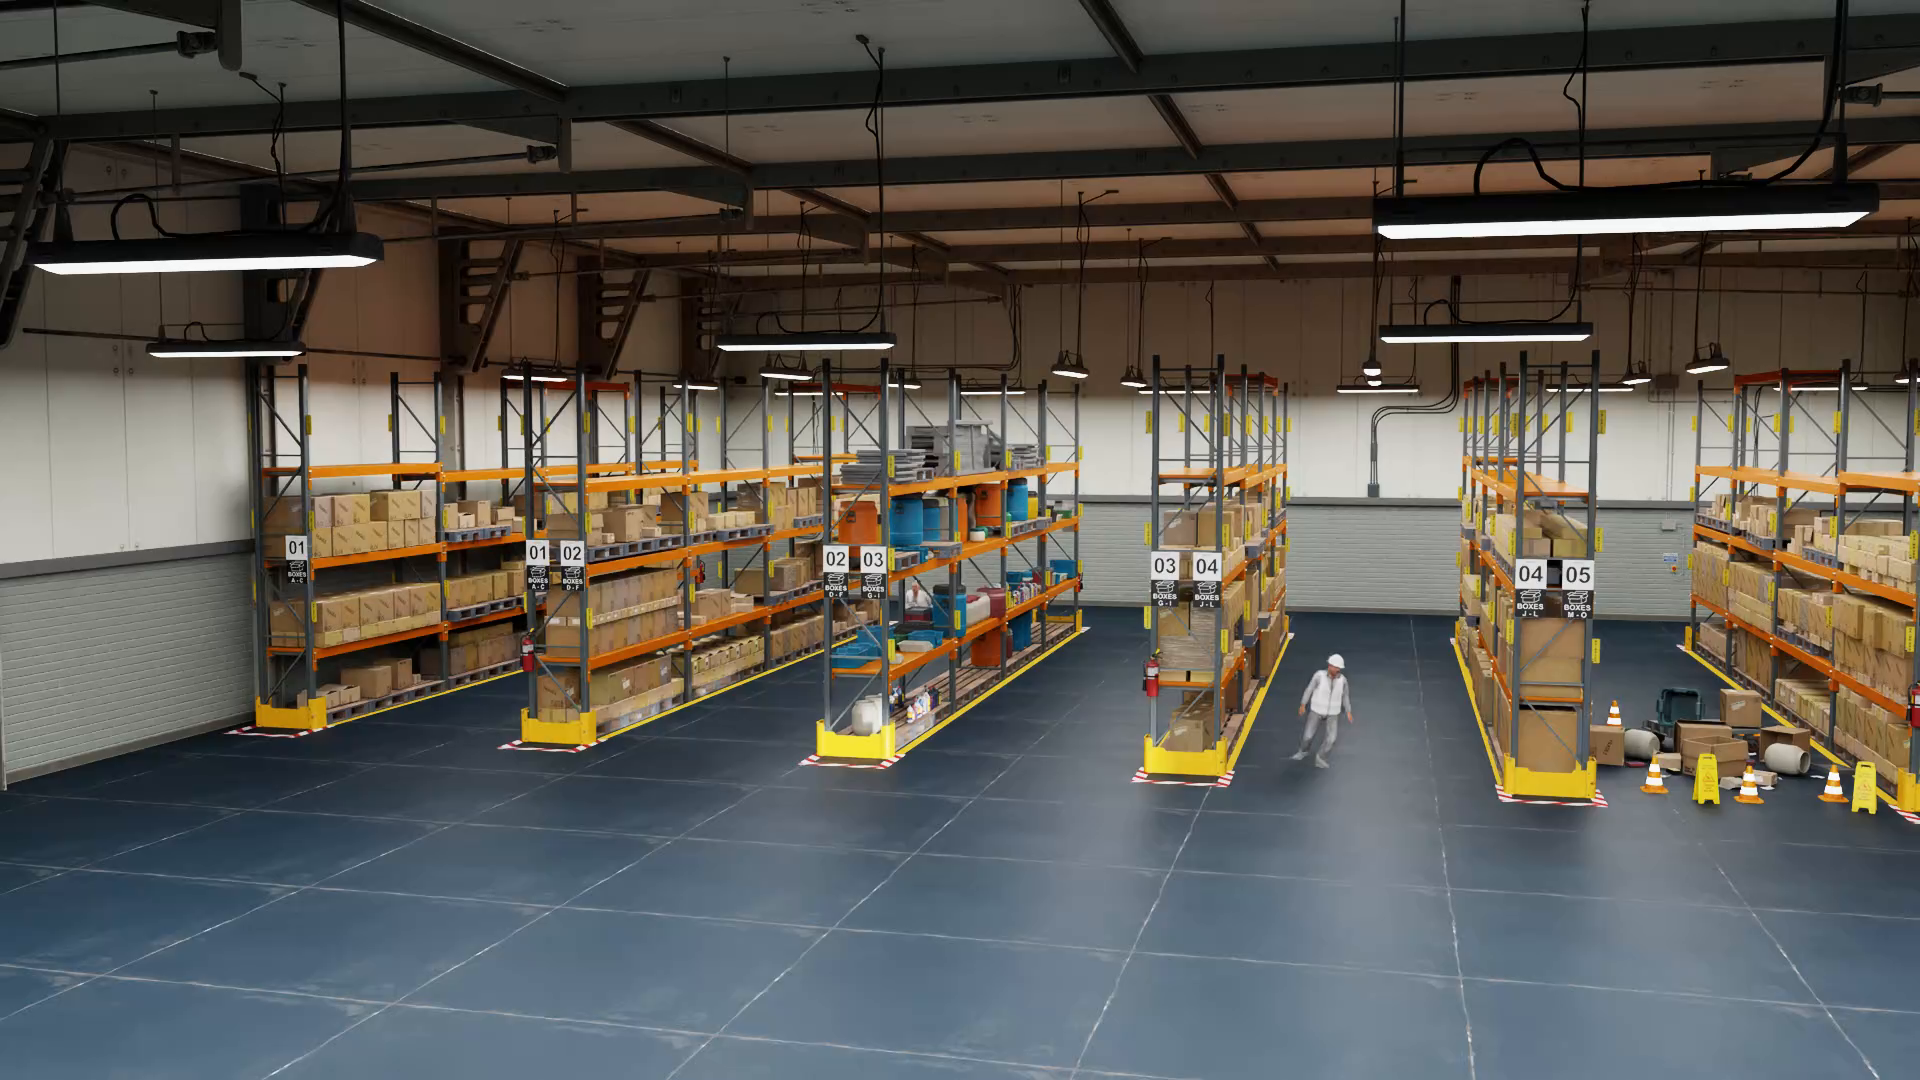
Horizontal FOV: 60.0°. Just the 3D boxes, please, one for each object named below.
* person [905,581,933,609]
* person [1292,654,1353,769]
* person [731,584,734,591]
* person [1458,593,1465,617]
[{"bbox_3d":[-0.859,1.637,35.137,0.704,1.590,0.790,1,4,15],"label":"person"},{"bbox_3d":[5.281,2.479,24.206,0.805,1.694,0.688,0,4,-3],"label":"person"},{"bbox_3d":[-4.975,1.542,38.393,0.599,1.690,0.901,1,4,21],"label":"person"},{"bbox_3d":[12.191,1.383,39.805,0.599,1.744,0.648,-3,5,-38],"label":"person"}]
